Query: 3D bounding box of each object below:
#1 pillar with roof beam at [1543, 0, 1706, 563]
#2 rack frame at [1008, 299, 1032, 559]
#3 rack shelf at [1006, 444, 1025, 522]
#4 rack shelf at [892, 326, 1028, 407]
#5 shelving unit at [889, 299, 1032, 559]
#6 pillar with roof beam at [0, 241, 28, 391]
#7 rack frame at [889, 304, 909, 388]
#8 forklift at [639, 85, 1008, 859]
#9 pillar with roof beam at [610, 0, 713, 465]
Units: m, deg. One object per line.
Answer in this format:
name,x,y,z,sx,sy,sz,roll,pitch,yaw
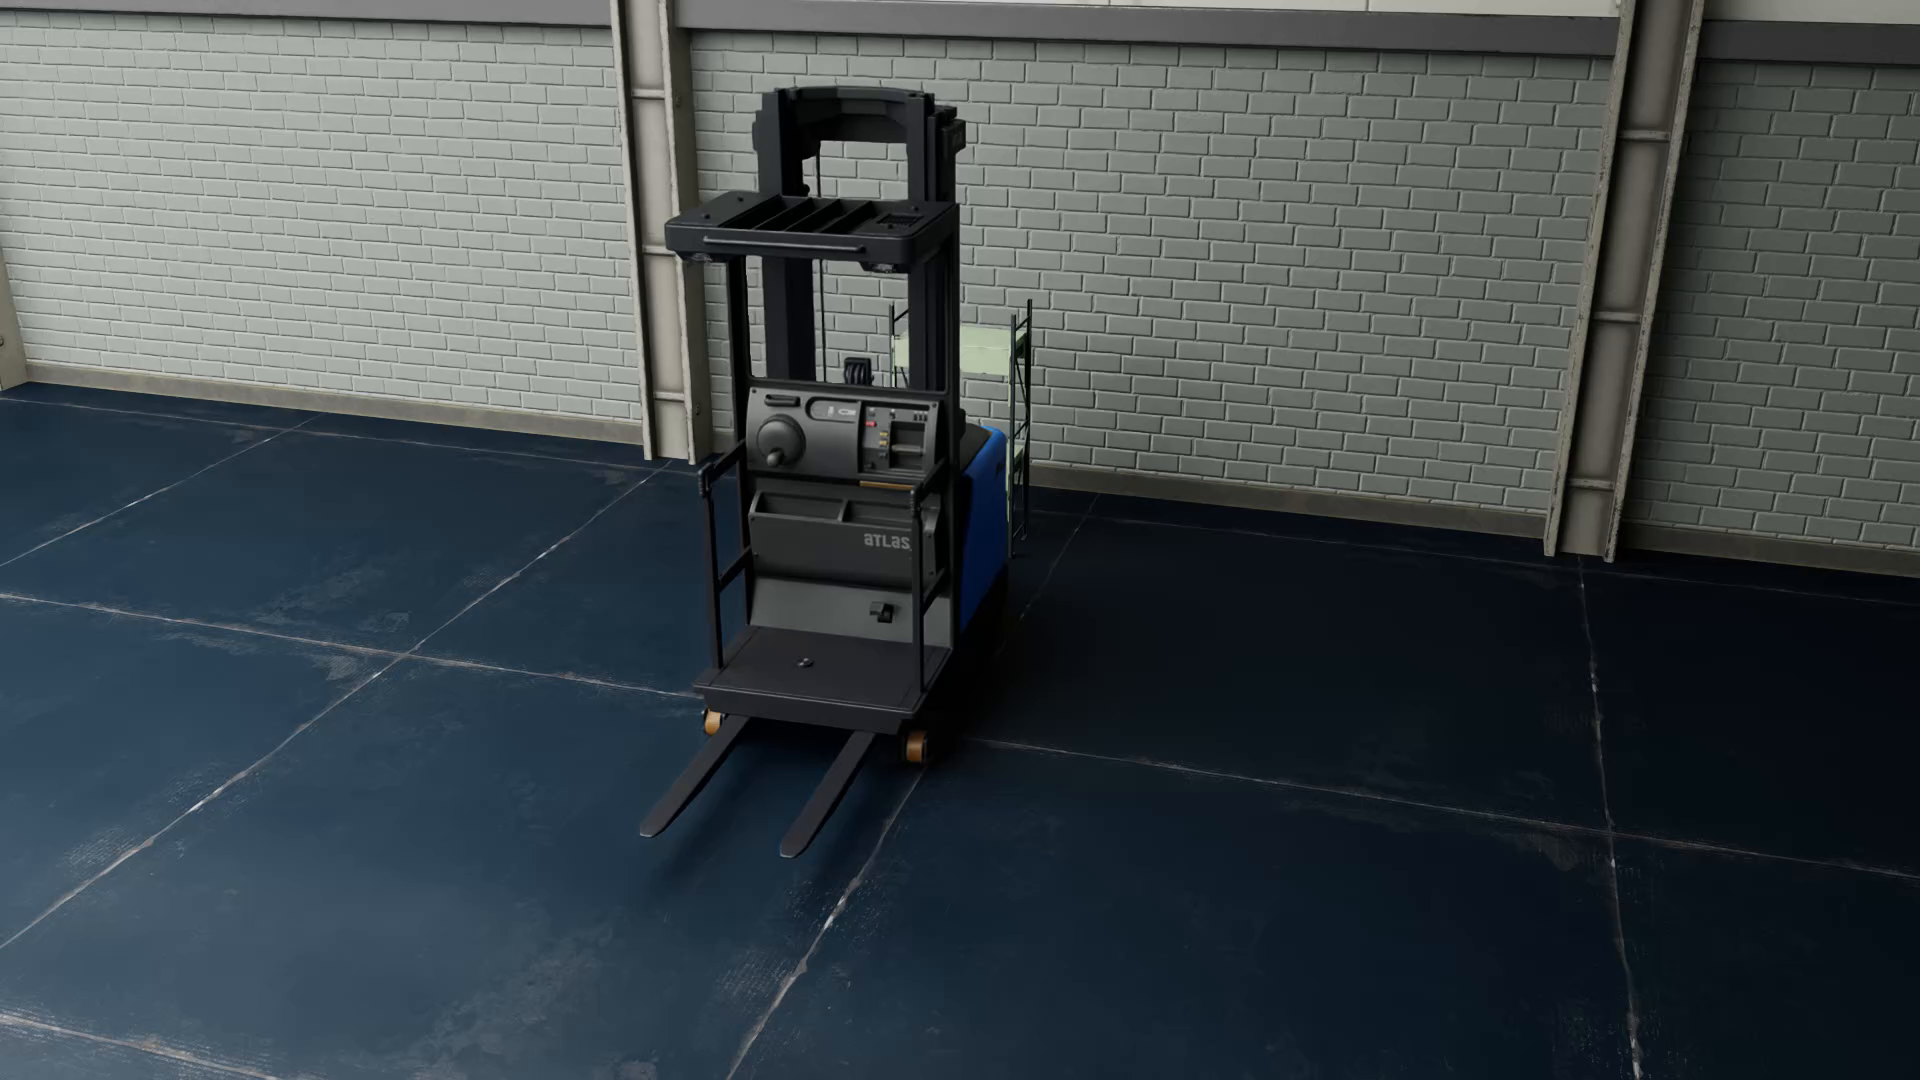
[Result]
pillar with roof beam,2.522,-2.541,4.606,0.400,9.000,9.100,7,23,16
rack frame,0.357,-0.653,9.886,0.023,1.500,0.400,7,23,16
rack shelf,0.006,-0.392,10.107,0.720,0.370,0.431,7,23,16
rack shelf,0.006,-1.054,9.836,0.720,0.370,0.431,7,23,16
shelving unit,0.006,-0.693,9.984,0.755,1.500,0.431,7,23,16
pillar with roof beam,-8.966,-3.856,7.813,0.400,9.000,9.100,7,23,16
rack frame,-0.344,-0.733,10.081,0.023,1.500,0.400,7,23,16
forklift,-0.602,-0.475,7.567,1.130,2.935,3.031,6,23,13
pillar with roof beam,-3.222,-3.198,6.209,0.400,9.000,9.100,7,23,16
